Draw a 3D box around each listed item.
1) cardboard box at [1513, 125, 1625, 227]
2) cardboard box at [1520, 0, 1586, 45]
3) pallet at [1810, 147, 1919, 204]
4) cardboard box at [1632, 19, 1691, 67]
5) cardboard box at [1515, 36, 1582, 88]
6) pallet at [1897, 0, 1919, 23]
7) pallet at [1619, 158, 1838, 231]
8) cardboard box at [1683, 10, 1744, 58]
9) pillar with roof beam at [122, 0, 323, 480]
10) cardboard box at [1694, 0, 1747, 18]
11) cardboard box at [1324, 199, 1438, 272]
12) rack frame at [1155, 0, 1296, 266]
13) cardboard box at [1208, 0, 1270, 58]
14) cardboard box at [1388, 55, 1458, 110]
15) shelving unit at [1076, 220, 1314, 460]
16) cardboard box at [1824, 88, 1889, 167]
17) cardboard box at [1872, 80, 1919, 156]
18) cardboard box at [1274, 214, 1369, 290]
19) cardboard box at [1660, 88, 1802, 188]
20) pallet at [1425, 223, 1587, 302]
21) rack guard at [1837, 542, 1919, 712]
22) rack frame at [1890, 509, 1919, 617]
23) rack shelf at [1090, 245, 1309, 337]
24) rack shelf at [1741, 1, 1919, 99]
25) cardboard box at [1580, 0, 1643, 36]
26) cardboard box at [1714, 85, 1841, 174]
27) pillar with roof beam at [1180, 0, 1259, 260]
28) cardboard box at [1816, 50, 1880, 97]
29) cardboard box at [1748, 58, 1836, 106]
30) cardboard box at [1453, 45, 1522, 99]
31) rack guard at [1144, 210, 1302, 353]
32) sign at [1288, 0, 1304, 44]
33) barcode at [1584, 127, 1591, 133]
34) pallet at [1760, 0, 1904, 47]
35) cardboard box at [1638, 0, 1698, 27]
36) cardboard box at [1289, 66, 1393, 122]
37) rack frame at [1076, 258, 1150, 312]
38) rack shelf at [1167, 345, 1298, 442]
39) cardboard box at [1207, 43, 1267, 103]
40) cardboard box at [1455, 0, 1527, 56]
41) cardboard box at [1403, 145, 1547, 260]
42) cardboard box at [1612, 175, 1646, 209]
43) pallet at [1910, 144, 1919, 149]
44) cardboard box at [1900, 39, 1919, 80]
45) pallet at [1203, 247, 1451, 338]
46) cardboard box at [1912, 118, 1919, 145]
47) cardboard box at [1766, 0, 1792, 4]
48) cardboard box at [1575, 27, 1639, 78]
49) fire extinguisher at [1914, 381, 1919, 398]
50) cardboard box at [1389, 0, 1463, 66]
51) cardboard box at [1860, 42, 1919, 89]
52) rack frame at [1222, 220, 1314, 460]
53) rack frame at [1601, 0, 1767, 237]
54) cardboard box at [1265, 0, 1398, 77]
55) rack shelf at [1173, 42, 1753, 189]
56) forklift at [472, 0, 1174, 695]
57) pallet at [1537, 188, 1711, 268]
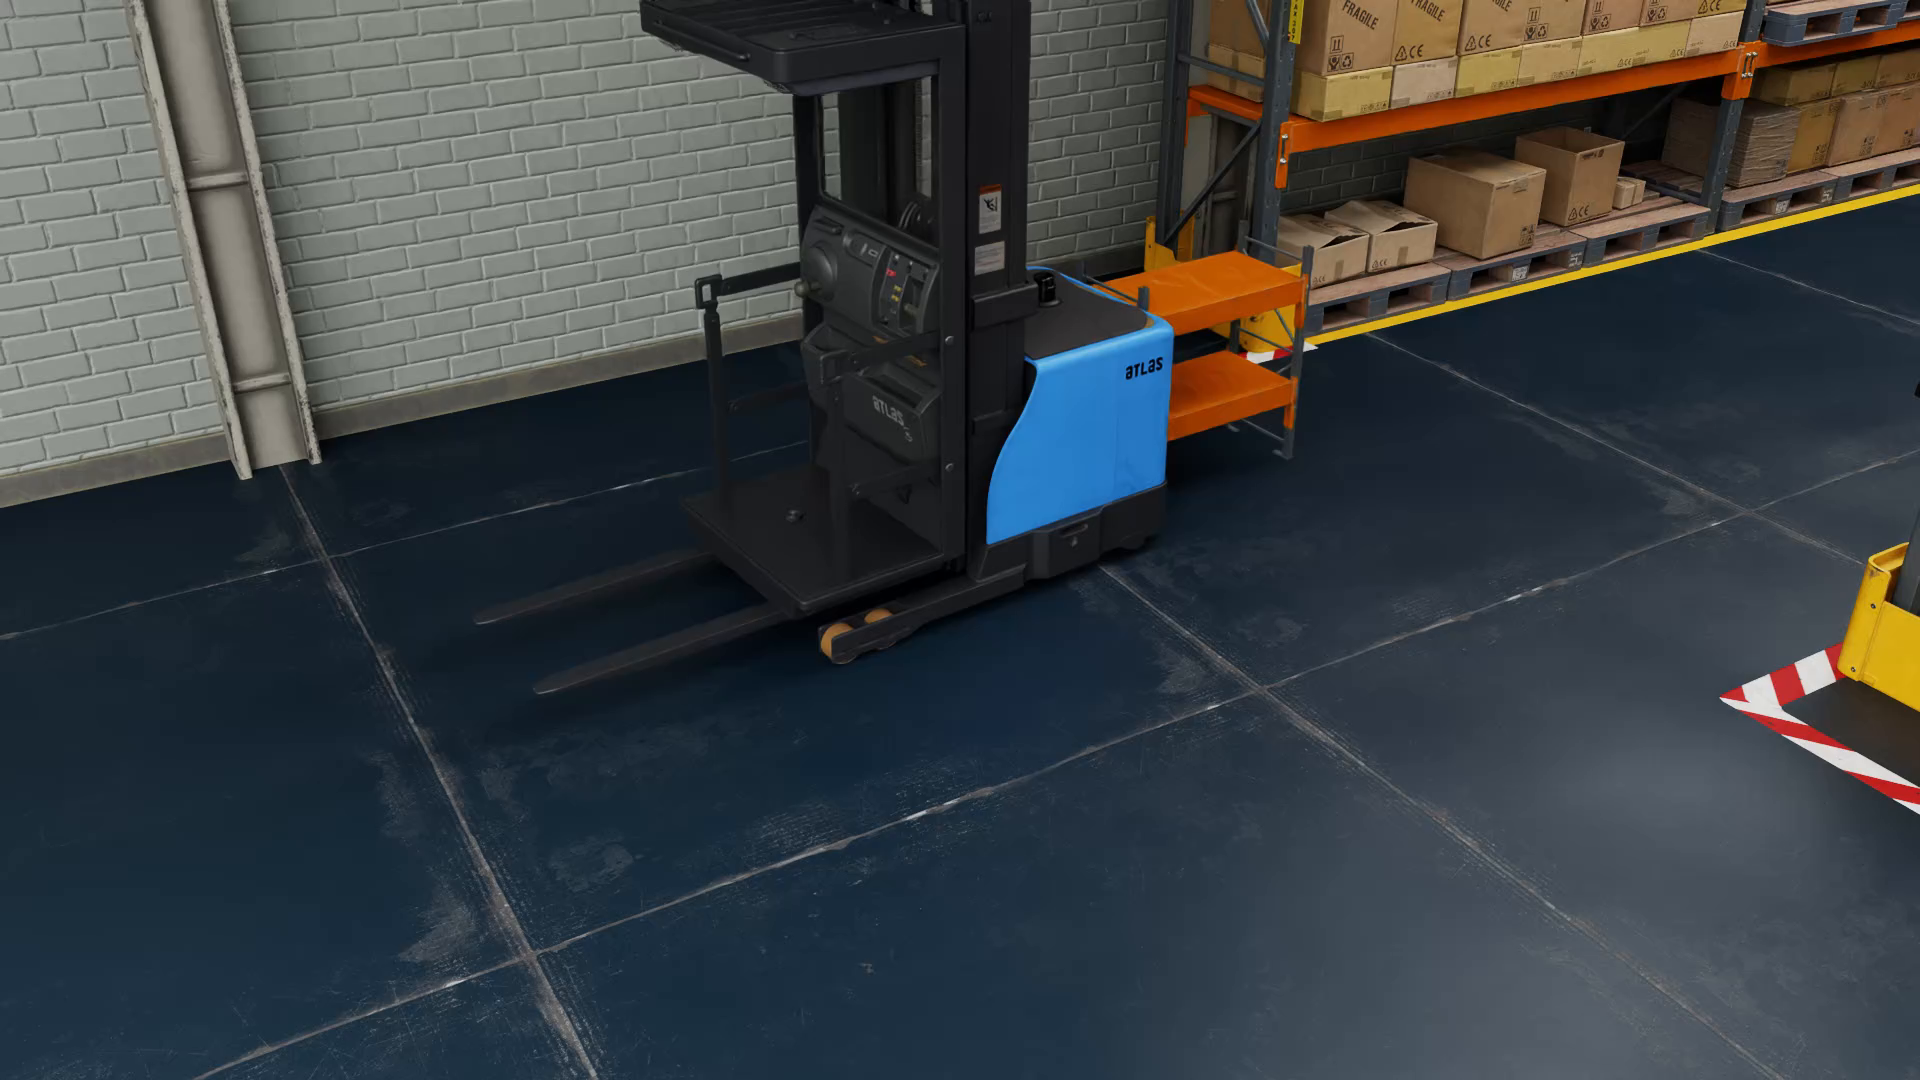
[{"bbox_3d":[4.088,-2.469,11.251,0.500,0.500,0.500,-19,34,-30],"label":"cardboard box"},{"bbox_3d":[3.397,-3.297,9.979,0.500,0.500,0.500,-15,32,-25],"label":"cardboard box"},{"bbox_3d":[6.686,-2.912,12.809,1.213,0.211,1.003,-16,33,-26],"label":"pallet"},{"bbox_3d":[4.274,-3.224,10.621,0.500,0.250,0.500,-16,33,-26],"label":"cardboard box"},{"bbox_3d":[3.415,-2.971,10.163,0.500,0.250,0.500,-16,32,-26],"label":"cardboard box"},{"bbox_3d":[6.726,-4.035,12.155,1.213,0.211,1.003,-16,33,-26],"label":"pallet"},{"bbox_3d":[5.633,-2.612,12.264,1.213,0.211,1.003,-16,33,-26],"label":"pallet"},{"bbox_3d":[4.708,-3.342,10.836,0.500,0.250,0.500,-16,33,-26],"label":"cardboard box"},{"bbox_3d":[-1.313,-2.558,3.072,0.400,9.000,9.100,-16,33,-26],"label":"pillar with roof beam"},{"bbox_3d":[4.712,-3.668,10.651,0.500,0.500,0.500,-16,33,-26],"label":"cardboard box"},{"bbox_3d":[2.648,-1.949,10.505,0.500,0.311,0.500,-13,31,-22],"label":"cardboard box"},{"bbox_3d":[1.514,-2.662,9.469,0.127,3.000,1.000,-16,33,-26],"label":"rack frame"},{"bbox_3d":[1.813,-3.138,9.689,0.500,0.500,0.500,-16,33,-27],"label":"cardboard box"},{"bbox_3d":[2.536,-2.725,9.719,0.500,0.250,0.500,-17,33,-28],"label":"cardboard box"},{"bbox_3d":[1.124,-0.871,8.164,1.048,1.125,0.538,-18,34,-29],"label":"shelving unit"},{"bbox_3d":[6.470,-3.182,12.543,0.500,0.500,0.700,-15,32,-26],"label":"cardboard box"},{"bbox_3d":[6.900,-3.310,12.774,0.500,0.500,0.700,-16,33,-27],"label":"cardboard box"},{"bbox_3d":[2.156,-1.809,10.252,0.500,0.311,0.500,-20,35,-32],"label":"cardboard box"},{"bbox_3d":[5.589,-2.927,12.080,0.500,0.500,0.700,-15,32,-25],"label":"cardboard box"},{"bbox_3d":[3.349,-1.941,11.048,1.213,0.211,1.003,-16,33,-26],"label":"pallet"},{"bbox_3d":[4.006,0.501,6.325,0.348,0.500,1.175,-16,33,-26],"label":"rack guard"},{"bbox_3d":[4.027,-0.599,5.732,0.127,3.000,1.000,-16,33,-26],"label":"rack frame"},{"bbox_3d":[1.124,-1.127,8.022,1.000,0.278,0.538,-18,34,-29],"label":"rack shelf"},{"bbox_3d":[6.687,-3.816,12.305,4.000,0.370,1.077,-16,33,-26],"label":"rack shelf"},{"bbox_3d":[3.845,-3.425,10.210,0.500,0.500,0.500,-17,33,-28],"label":"cardboard box"},{"bbox_3d":[6.009,-3.074,12.347,0.500,0.500,0.700,-17,33,-27],"label":"cardboard box"},{"bbox_3d":[3.860,-4.027,5.734,0.400,9.000,9.100,-16,33,-26],"label":"pillar with roof beam"},{"bbox_3d":[6.414,-3.493,12.331,0.500,0.250,0.500,-17,33,-28],"label":"cardboard box"},{"bbox_3d":[5.967,-3.364,12.097,0.500,0.250,0.500,-17,33,-27],"label":"cardboard box"},{"bbox_3d":[2.978,-2.848,9.940,0.500,0.250,0.500,-16,33,-27],"label":"cardboard box"},{"bbox_3d":[1.580,-1.586,10.107,0.348,0.500,1.175,-16,33,-26],"label":"rack guard"},{"bbox_3d":[1.789,-2.815,8.851,0.005,0.325,0.100,-16,33,-26],"label":"sign"},{"bbox_3d":[4.376,-2.847,11.606,0.075,0.075,0.001,-16,33,-26],"label":"barcode"},{"bbox_3d":[5.696,-3.684,11.519,1.213,0.211,1.003,-16,33,-26],"label":"pallet"},{"bbox_3d":[4.285,-3.544,10.425,0.500,0.500,0.500,-16,33,-27],"label":"cardboard box"},{"bbox_3d":[2.096,-2.592,9.478,0.500,0.250,0.500,-17,33,-28],"label":"cardboard box"},{"bbox_3d":[0.702,-0.734,7.916,0.032,1.125,0.500,-18,34,-29],"label":"rack frame"},{"bbox_3d":[1.124,-0.657,8.282,1.000,0.278,0.538,-18,34,-29],"label":"rack shelf"},{"bbox_3d":[1.819,-2.800,9.855,0.500,0.250,0.500,-15,32,-26],"label":"cardboard box"},{"bbox_3d":[2.958,-3.166,9.741,0.500,0.500,0.500,-17,33,-28],"label":"cardboard box"},{"bbox_3d":[3.306,-2.191,10.747,0.500,0.500,0.700,-18,34,-29],"label":"cardboard box"},{"bbox_3d":[4.517,-2.450,11.562,0.250,0.166,0.380,-21,35,-33],"label":"cardboard box"},{"bbox_3d":[7.737,-3.209,13.346,1.213,0.211,1.003,-16,33,-26],"label":"pallet"},{"bbox_3d":[7.294,-3.736,12.770,0.500,0.250,0.500,-15,32,-25],"label":"cardboard box"},{"bbox_3d":[2.298,-1.644,10.511,1.213,0.211,1.003,-16,33,-26],"label":"pallet"},{"bbox_3d":[7.314,-3.443,13.016,0.500,0.500,0.700,-16,33,-26],"label":"cardboard box"},{"bbox_3d":[5.419,-3.988,11.313,0.500,0.500,0.700,-16,33,-26],"label":"cardboard box"},{"bbox_3d":[3.848,-3.094,10.387,0.500,0.250,0.500,-16,33,-27],"label":"cardboard box"},{"bbox_3d":[3.690,-0.730,6.049,0.183,0.674,0.296,-16,33,-26],"label":"fire extinguisher"},{"bbox_3d":[2.509,-3.042,9.516,0.500,0.500,0.500,-16,33,-26],"label":"cardboard box"},{"bbox_3d":[6.853,-3.608,12.538,0.500,0.250,0.500,-16,33,-27],"label":"cardboard box"},{"bbox_3d":[1.547,-1.007,8.411,0.032,1.125,0.500,-18,34,-29],"label":"rack frame"},{"bbox_3d":[4.963,-3.641,11.244,0.127,3.000,1.000,-16,33,-26],"label":"rack frame"},{"bbox_3d":[2.078,-2.925,9.305,0.500,0.500,0.500,-16,33,-26],"label":"cardboard box"},{"bbox_3d":[3.239,-2.837,10.530,4.000,0.370,1.077,-16,33,-26],"label":"rack shelf"},{"bbox_3d":[-0.544,-1.065,6.646,3.031,2.935,1.130,-19,34,-30],"label":"forklift"},{"bbox_3d":[4.402,-2.241,11.593,1.213,0.211,1.003,-16,33,-26],"label":"pallet"}]
